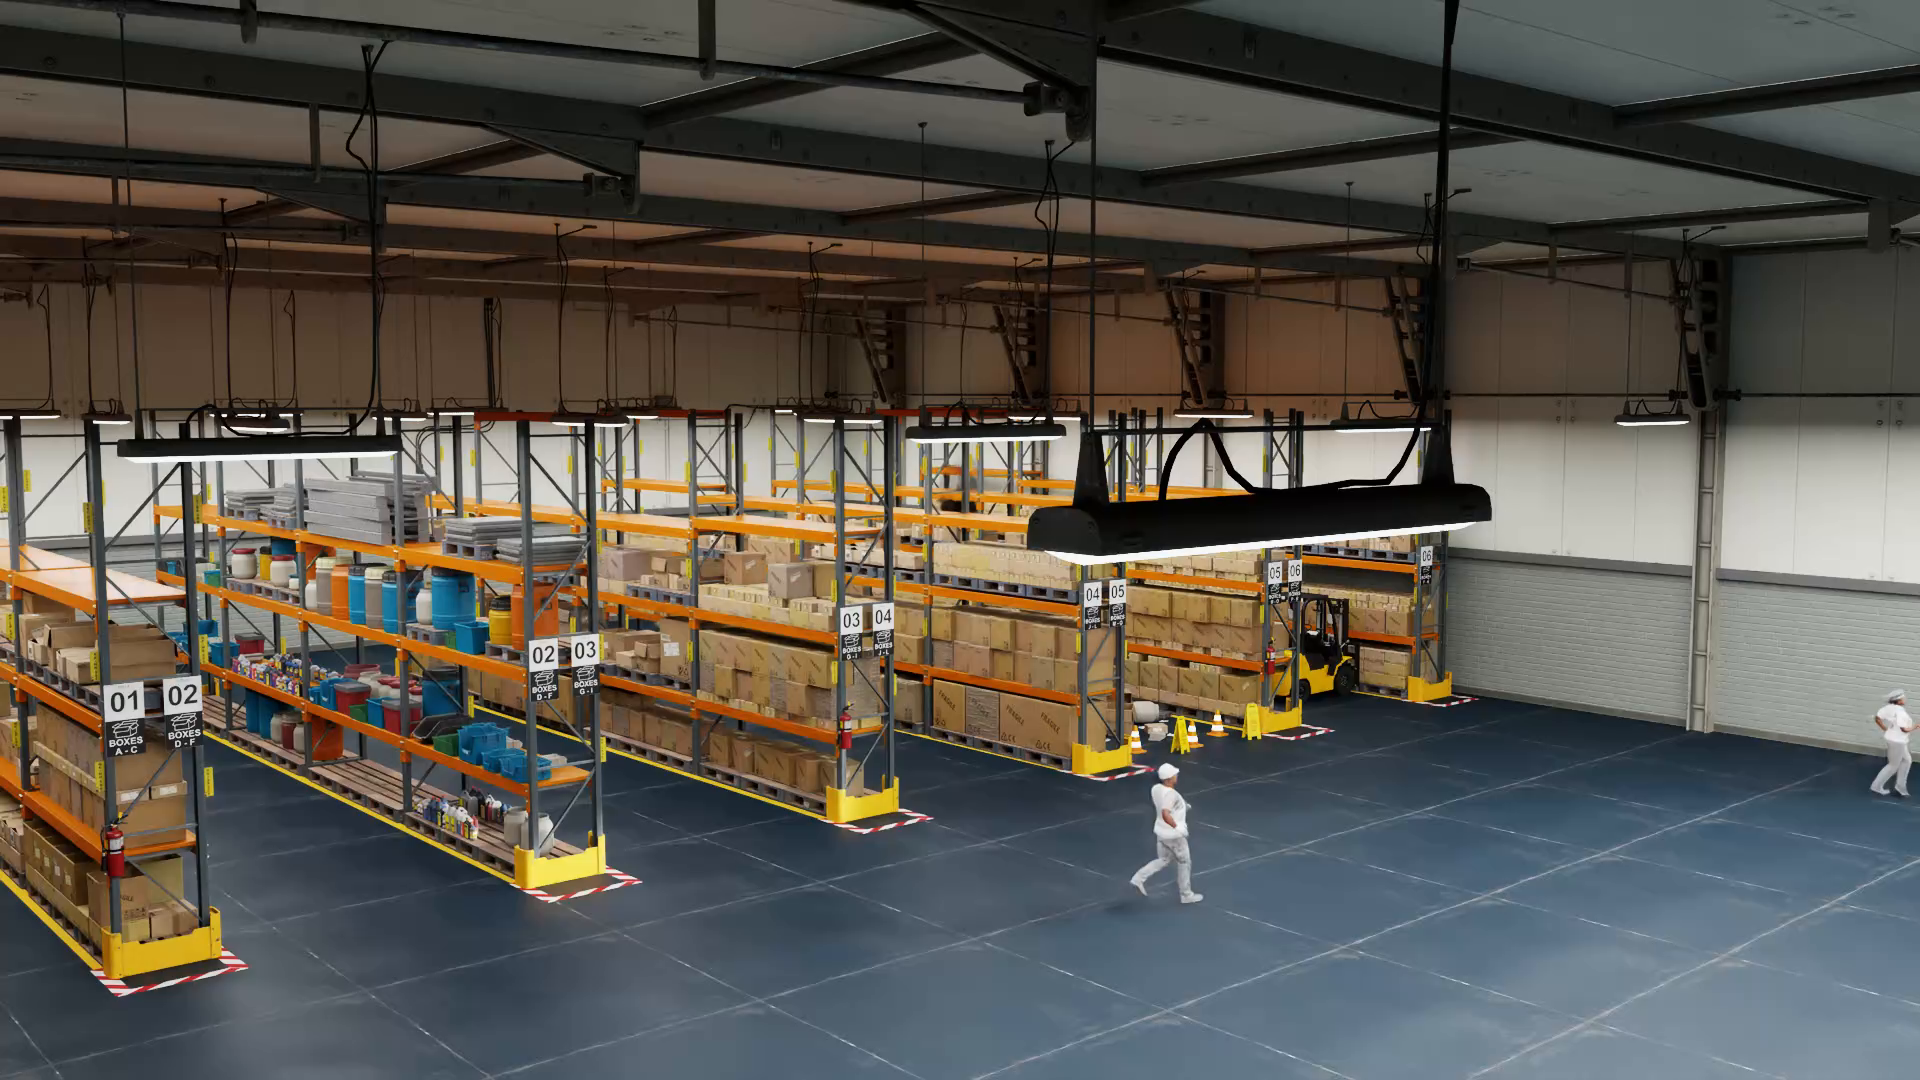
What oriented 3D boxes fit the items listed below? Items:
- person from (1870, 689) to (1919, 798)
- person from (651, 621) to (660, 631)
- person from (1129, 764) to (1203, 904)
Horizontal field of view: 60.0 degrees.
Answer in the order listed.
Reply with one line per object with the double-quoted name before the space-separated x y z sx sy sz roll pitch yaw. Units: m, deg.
"person" 14.674 3.201 26.062 0.714 1.757 0.556 1 5 13
"person" -7.595 1.740 42.297 0.683 1.748 0.684 -4 6 -37
"person" 2.577 3.636 20.569 0.946 1.763 0.696 -2 5 -19
